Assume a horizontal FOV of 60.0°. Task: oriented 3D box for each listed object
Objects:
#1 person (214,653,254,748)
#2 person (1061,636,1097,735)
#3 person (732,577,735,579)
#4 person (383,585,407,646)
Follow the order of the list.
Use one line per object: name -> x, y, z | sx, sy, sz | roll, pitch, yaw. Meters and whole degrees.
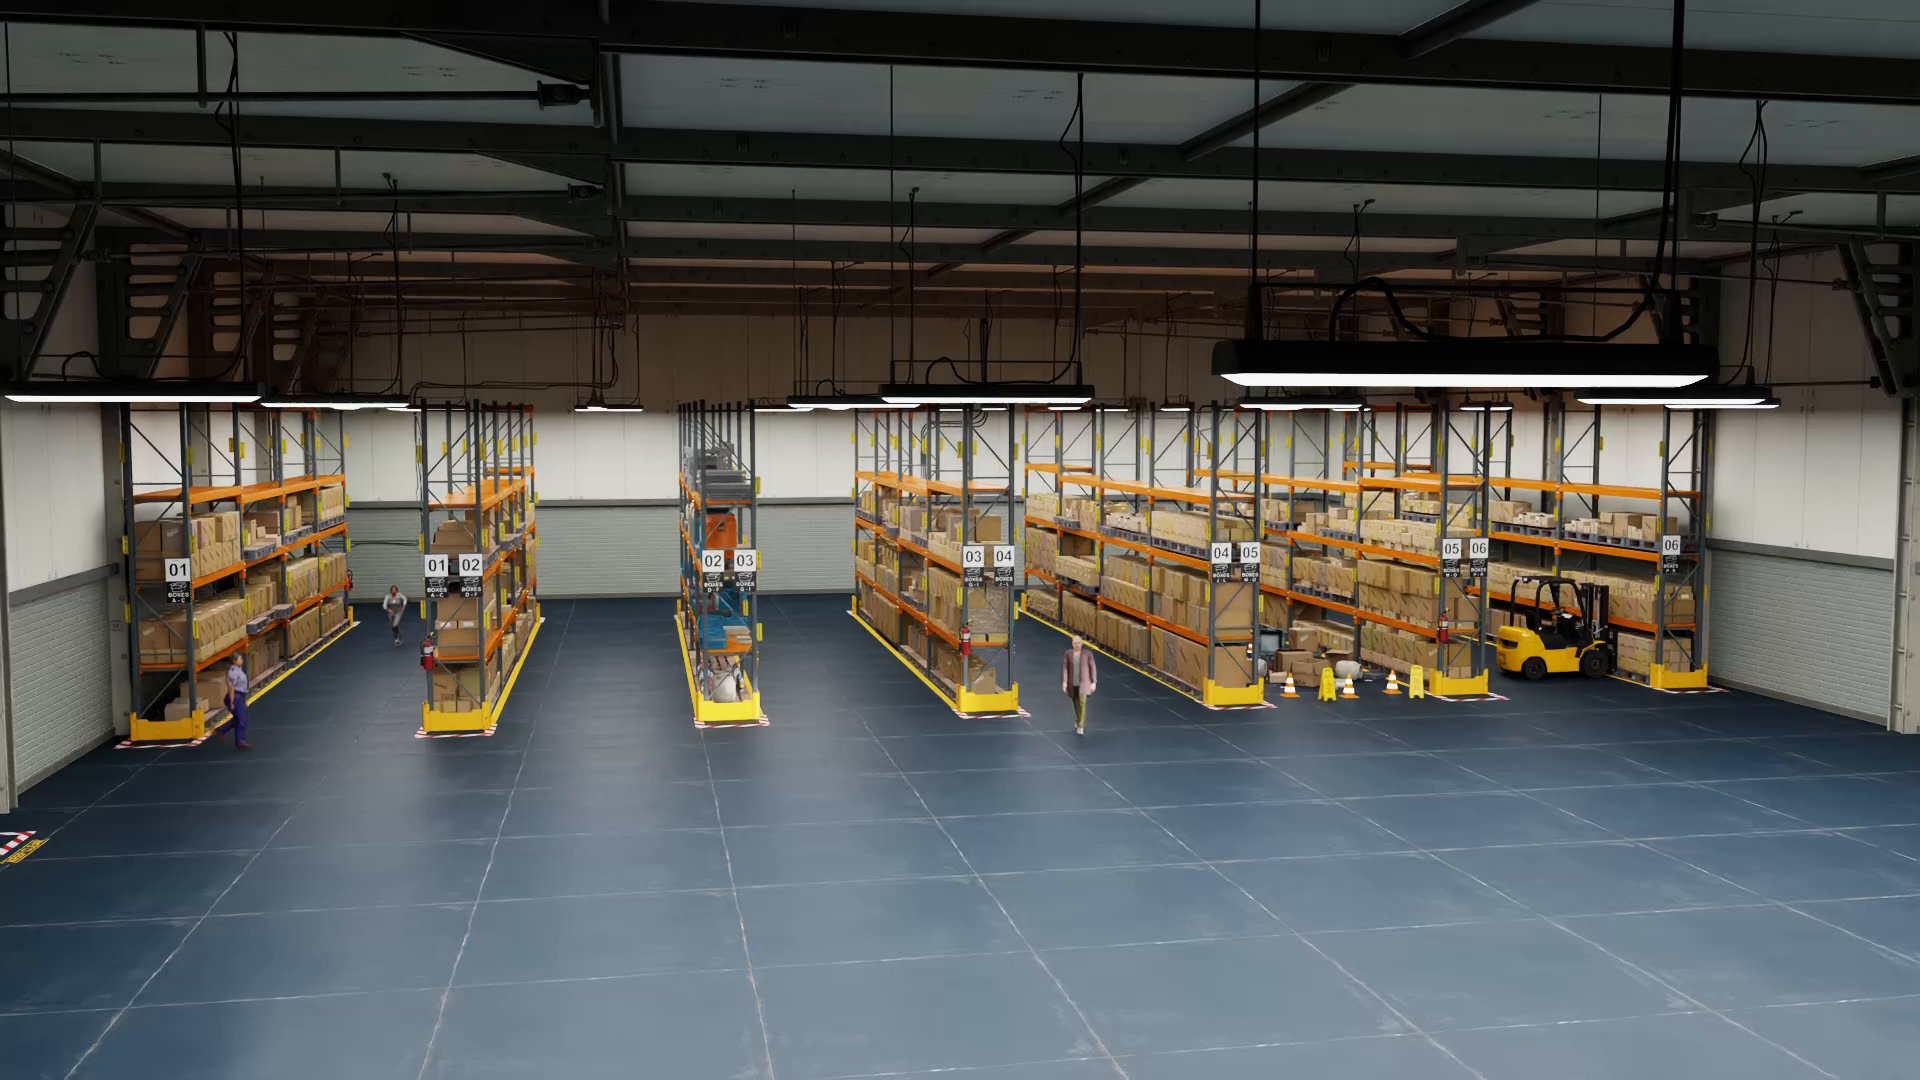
person -> -12.464, 2.792, 28.483 | 0.661, 1.536, 0.473 | -1, 4, -15
person -> 2.108, 2.580, 29.809 | 0.607, 1.734, 1.067 | 2, 5, 24
person -> -6.748, 1.087, 49.380 | 0.472, 1.788, 0.576 | -1, 4, -8
person -> -13.942, 1.852, 41.056 | 0.476, 1.514, 0.782 | 0, 4, 0
